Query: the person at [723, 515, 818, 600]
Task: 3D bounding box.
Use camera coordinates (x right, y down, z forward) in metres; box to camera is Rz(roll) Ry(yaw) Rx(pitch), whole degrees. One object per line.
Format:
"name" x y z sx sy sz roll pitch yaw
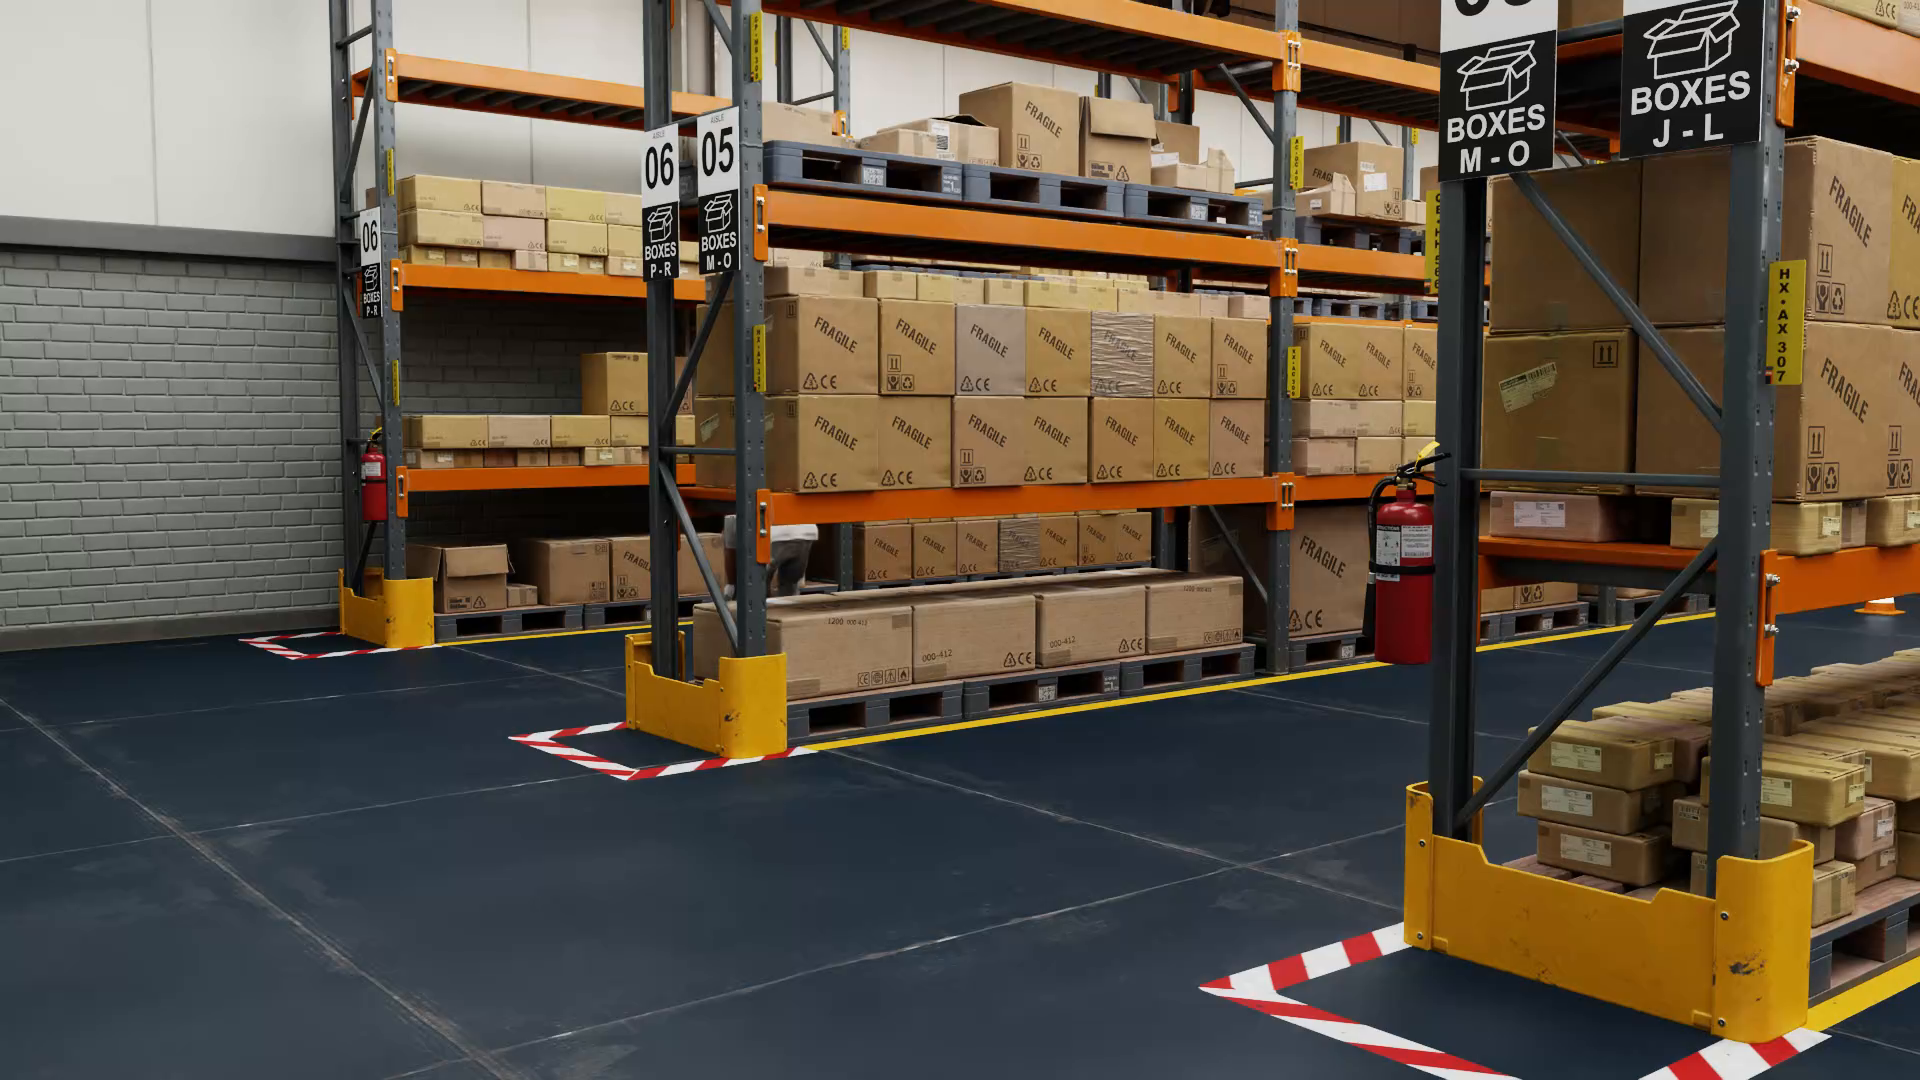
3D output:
"person" -1.424 0.196 11.978 0.510 1.215 0.958 -4 6 -41
